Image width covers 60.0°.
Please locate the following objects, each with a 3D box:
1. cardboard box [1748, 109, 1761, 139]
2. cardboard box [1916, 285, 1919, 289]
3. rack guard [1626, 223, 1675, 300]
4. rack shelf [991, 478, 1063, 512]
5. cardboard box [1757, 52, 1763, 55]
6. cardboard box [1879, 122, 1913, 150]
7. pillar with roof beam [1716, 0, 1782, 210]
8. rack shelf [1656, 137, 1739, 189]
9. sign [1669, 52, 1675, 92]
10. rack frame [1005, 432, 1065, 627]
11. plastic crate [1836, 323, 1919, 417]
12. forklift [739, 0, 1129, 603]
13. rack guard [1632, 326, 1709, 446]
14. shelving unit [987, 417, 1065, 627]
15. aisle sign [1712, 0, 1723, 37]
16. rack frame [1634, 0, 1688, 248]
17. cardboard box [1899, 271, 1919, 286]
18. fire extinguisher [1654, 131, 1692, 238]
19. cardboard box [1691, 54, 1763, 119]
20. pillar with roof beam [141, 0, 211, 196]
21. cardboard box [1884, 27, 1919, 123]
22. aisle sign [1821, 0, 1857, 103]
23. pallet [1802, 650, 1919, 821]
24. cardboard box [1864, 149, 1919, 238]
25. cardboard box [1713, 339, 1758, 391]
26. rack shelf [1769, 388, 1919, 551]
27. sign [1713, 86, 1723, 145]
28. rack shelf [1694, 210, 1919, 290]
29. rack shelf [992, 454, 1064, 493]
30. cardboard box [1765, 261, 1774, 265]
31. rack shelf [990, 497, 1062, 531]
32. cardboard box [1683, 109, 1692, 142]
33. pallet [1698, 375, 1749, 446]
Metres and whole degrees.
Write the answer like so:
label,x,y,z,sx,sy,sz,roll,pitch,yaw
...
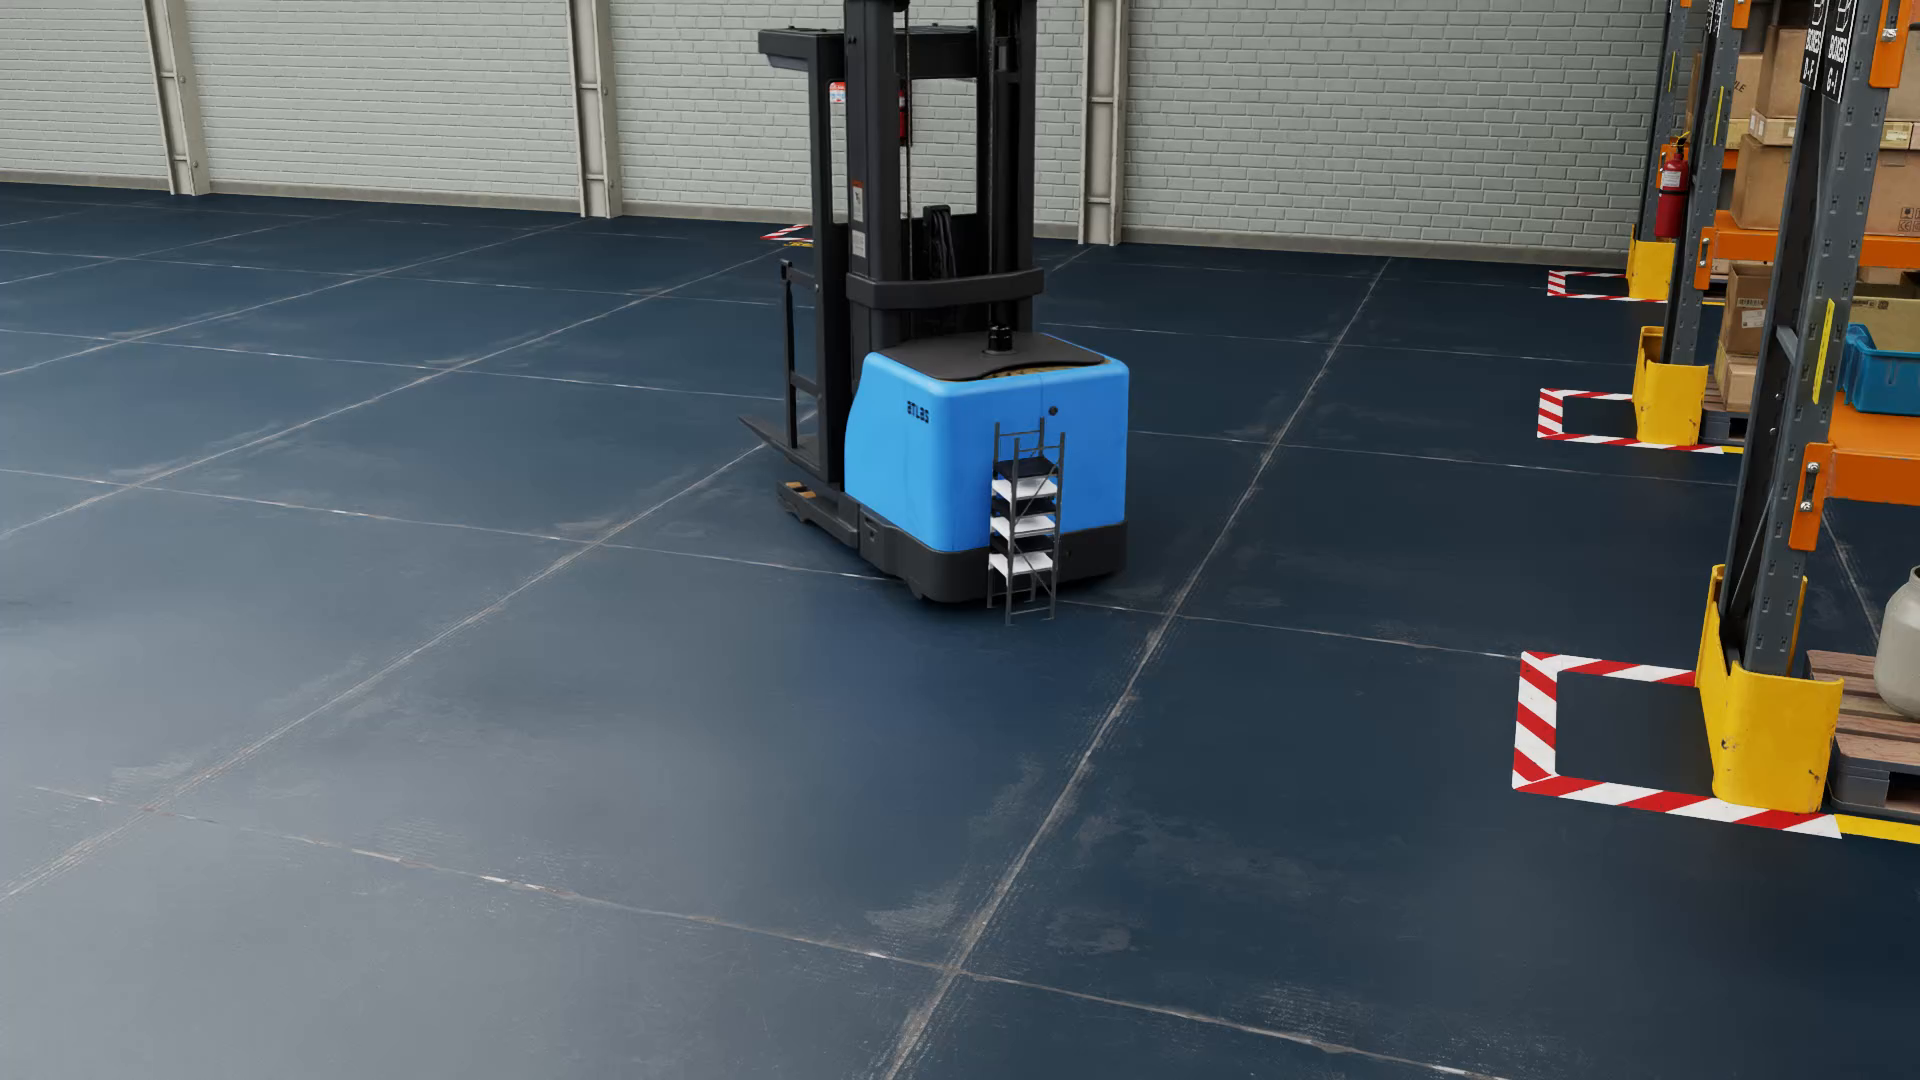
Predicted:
label,x,y,z,sx,sy,sz,roll,pitch,yaw
cardboard box,5.004,-2.555,10.211,0.250,0.149,0.380,6,20,17
cardboard box,5.964,-1.207,9.881,0.500,0.500,0.500,7,20,18
rack guard,6.274,-2.535,15.090,0.348,0.500,1.175,7,20,18
rack shelf,0.295,-0.211,7.347,0.258,0.077,0.200,-8,25,-22
cardboard box,7.190,-3.974,14.479,0.500,0.500,0.500,7,20,19
cardboard box,5.366,-2.373,9.688,0.250,0.149,0.380,7,20,18
pillar with roof beam,5.735,-5.412,10.430,0.400,9.000,9.100,7,20,18
rack shelf,8.092,-3.168,14.201,4.000,0.370,1.077,7,20,18
sign,6.025,-3.964,14.076,0.005,0.325,0.100,7,20,18
rack frame,0.330,-0.038,7.320,0.240,0.900,0.006,-8,25,-22
plastic crate,3.522,-0.612,6.002,0.616,0.251,0.499,7,20,18
forklift,-0.336,-1.540,8.541,1.130,2.935,3.031,-10,22,-26
rack guard,4.558,-1.006,10.702,0.348,0.500,1.175,7,20,18
shelving unit,0.290,-0.076,7.406,0.258,0.900,0.210,-8,25,-22
aisle sign,4.418,-3.323,9.602,0.004,0.787,0.394,7,20,18
rack frame,6.203,-3.724,14.703,0.127,3.000,1.000,7,20,18
cardboard box,6.134,-1.369,10.345,0.500,0.500,0.500,7,20,18
fire extinguisher,4.621,-2.304,10.746,0.183,0.674,0.296,7,20,18
cardboard box,6.555,-3.872,14.184,0.500,0.500,0.500,7,20,18
pillar with roof beam,-11.268,-7.356,16.008,0.400,9.000,9.100,7,20,18
cardboard box,5.566,-2.728,9.722,0.500,0.500,0.700,6,20,17
aisle sign,2.787,-1.788,5.199,0.004,0.787,0.394,7,20,18
pallet,3.804,0.756,6.086,1.213,0.211,1.003,7,20,18
cardboard box,5.515,-2.121,9.952,0.500,0.500,0.700,7,20,19
cardboard box,5.184,-1.117,10.764,0.500,0.250,0.500,7,20,18
rack shelf,4.841,-0.088,5.364,4.000,0.370,1.077,7,20,18
sign,4.393,-2.458,9.634,0.005,0.325,0.100,7,20,18
rack shelf,6.470,-1.628,9.781,4.000,0.370,1.077,7,20,18
rack shelf,0.298,-0.293,7.311,0.258,0.077,0.200,-8,25,-22
cardboard box,7.365,-2.498,14.601,0.500,0.311,0.500,8,21,23
rack shelf,0.292,-0.128,7.383,0.258,0.077,0.200,-8,25,-22
cardboard box,6.708,-3.672,14.752,0.500,0.250,0.500,7,20,19
pallet,5.317,-0.797,10.542,1.213,0.211,1.003,7,20,18
